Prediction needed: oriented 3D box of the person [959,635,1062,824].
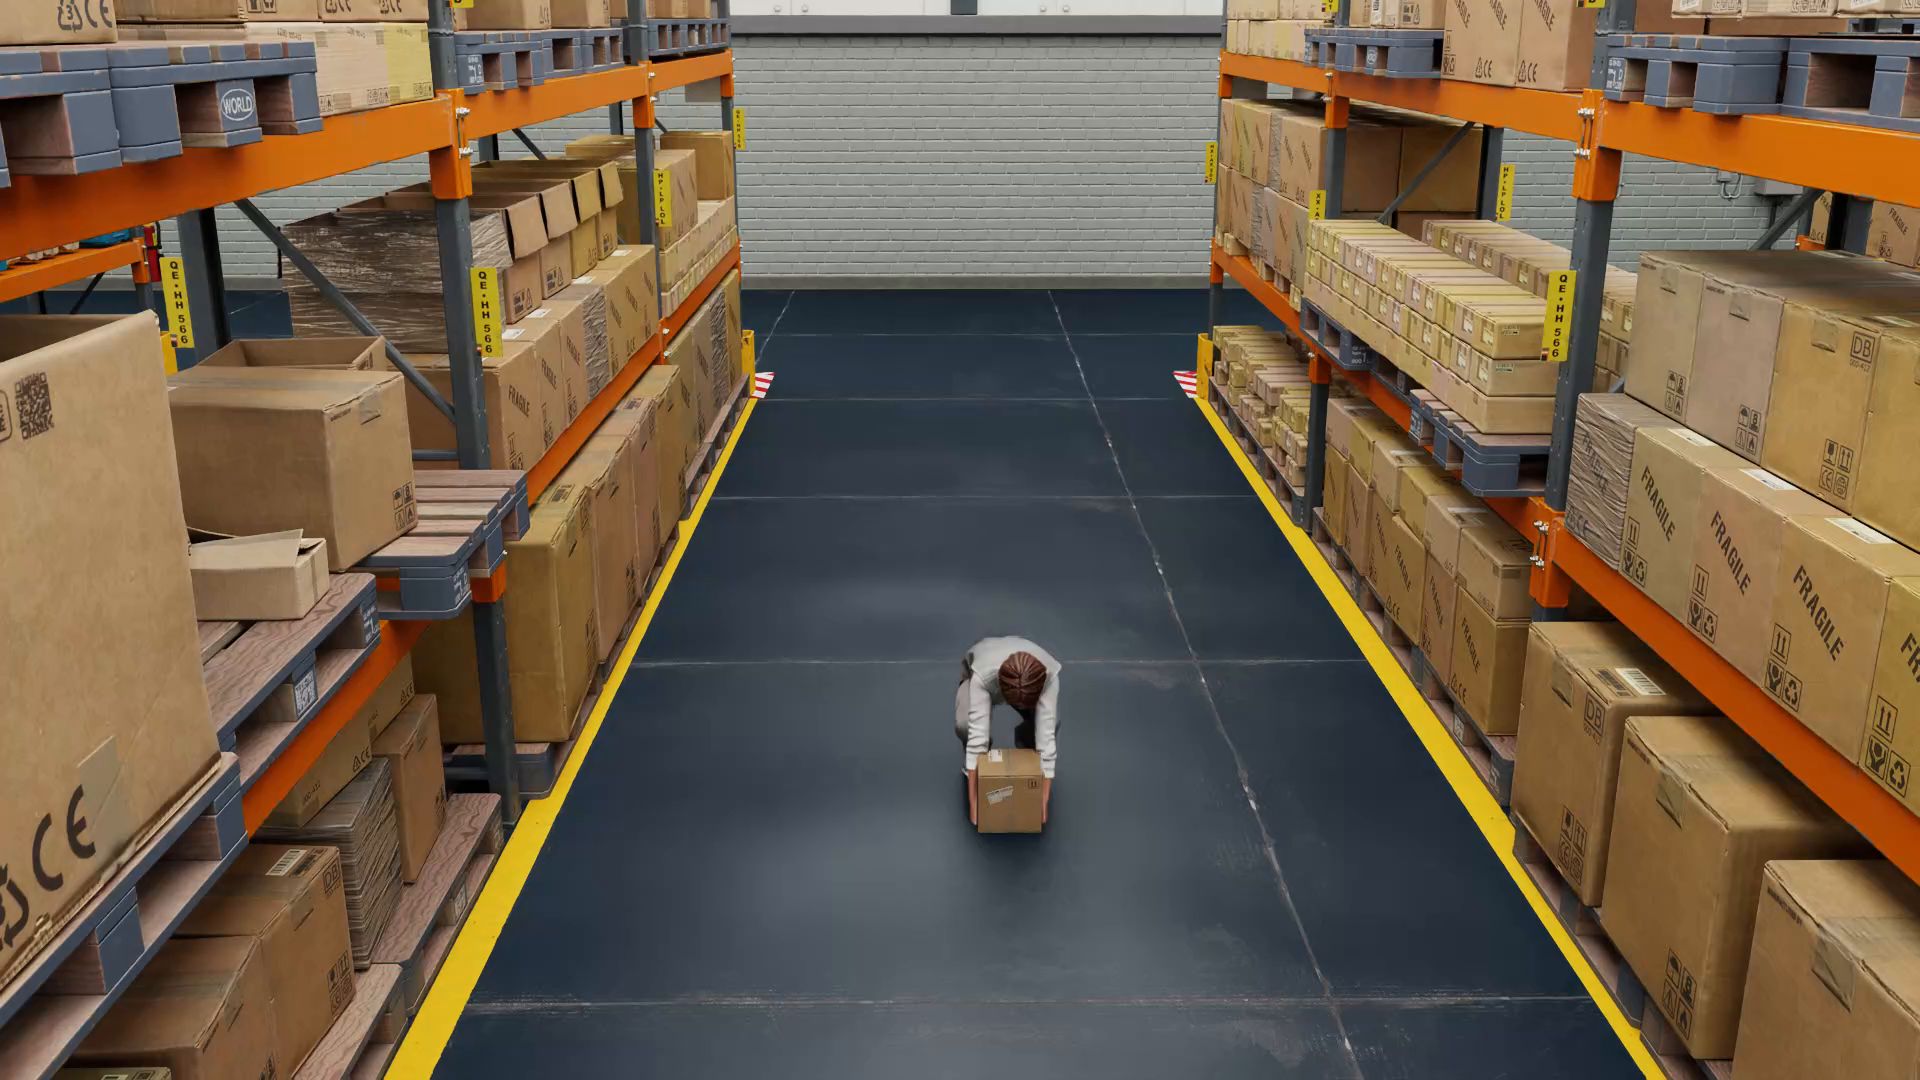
[{"bbox_3d":[0.204,0.718,6.874,0.405,0.763,0.830,0,17,-1],"label":"person"}]
